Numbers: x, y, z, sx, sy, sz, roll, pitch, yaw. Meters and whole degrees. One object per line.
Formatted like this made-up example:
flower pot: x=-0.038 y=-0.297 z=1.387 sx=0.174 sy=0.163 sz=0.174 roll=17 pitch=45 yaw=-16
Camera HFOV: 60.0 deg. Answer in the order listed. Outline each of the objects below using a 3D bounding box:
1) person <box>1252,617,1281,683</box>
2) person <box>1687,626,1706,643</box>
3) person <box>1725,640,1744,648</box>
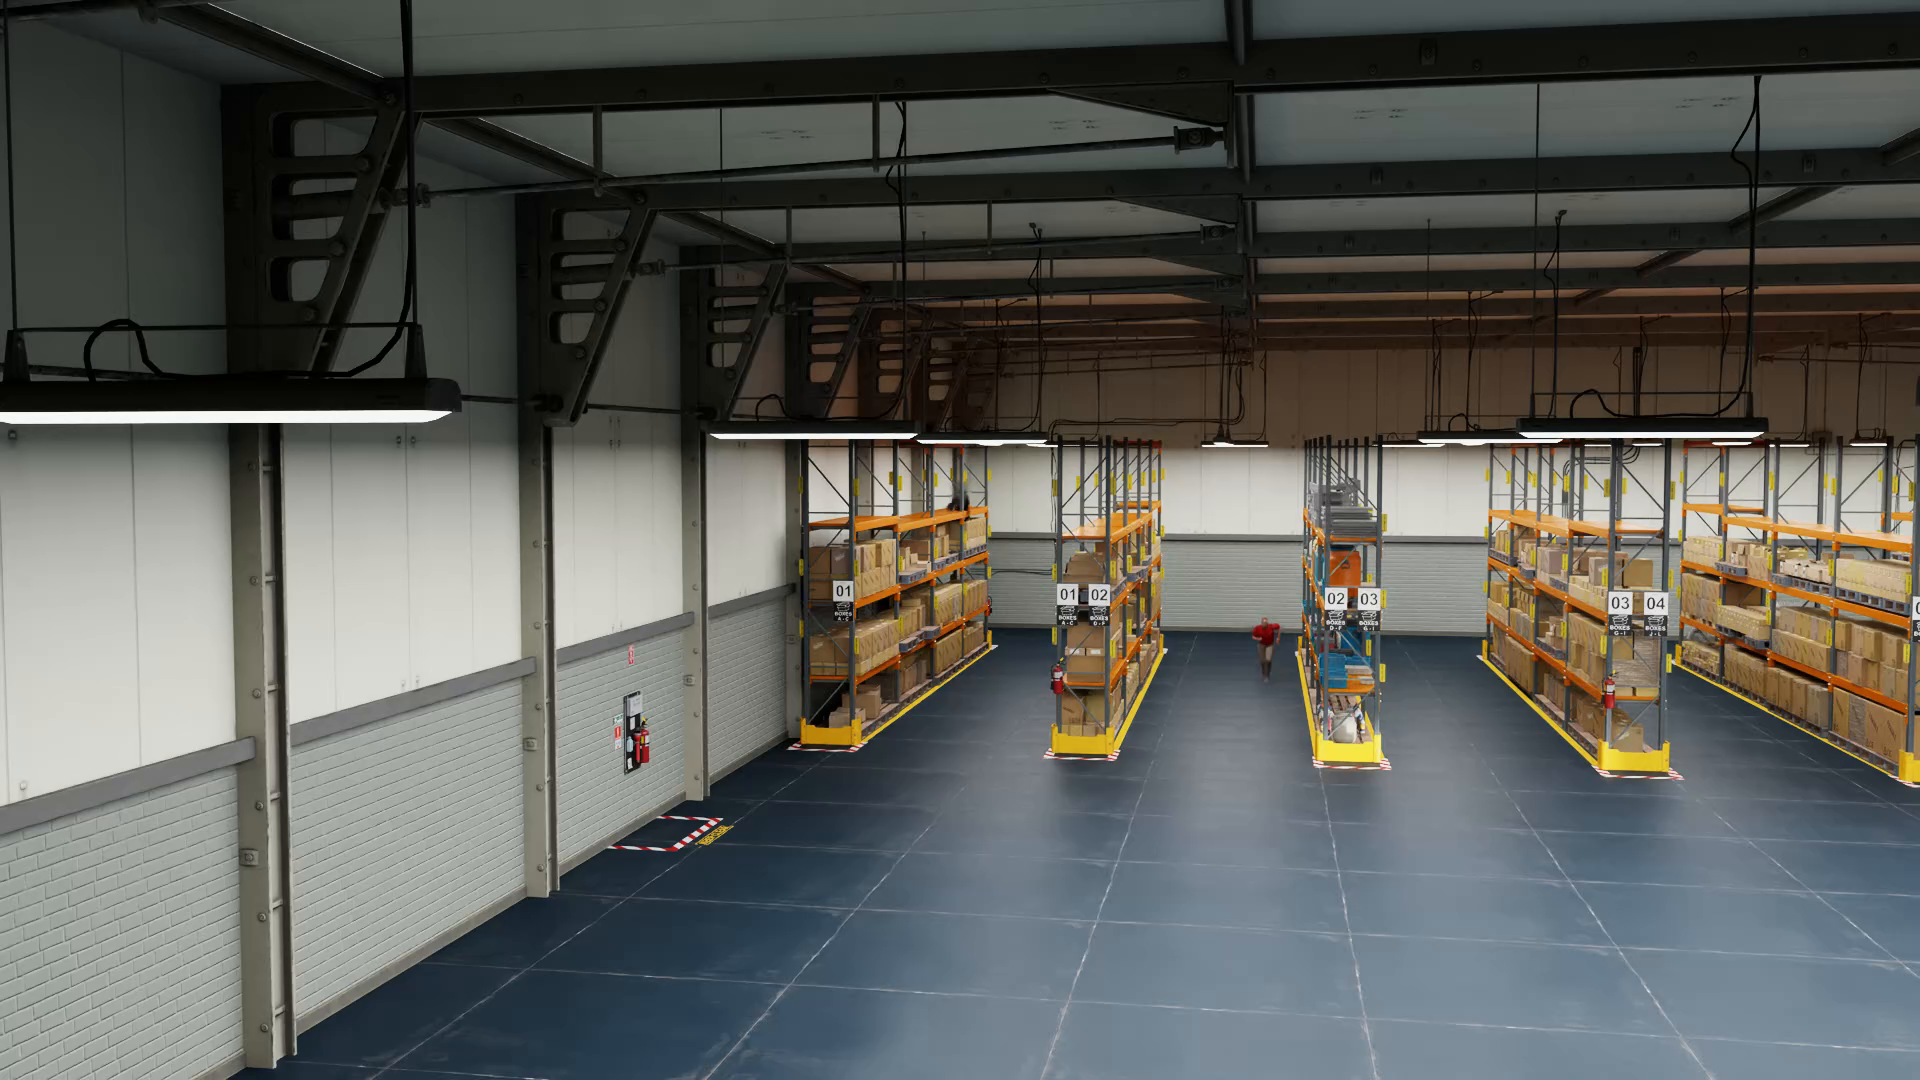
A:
person: x=7.596 y=2.721 z=41.216 sx=0.714 sy=1.683 sz=1.015 roll=1 pitch=3 yaw=13
person: x=20.261 y=2.414 z=45.619 sx=0.692 sy=1.740 sz=0.591 roll=0 pitch=3 yaw=-8
person: x=20.999 y=2.447 z=44.891 sx=0.690 sy=1.751 sz=0.814 roll=-3 pitch=4 yaw=-41
